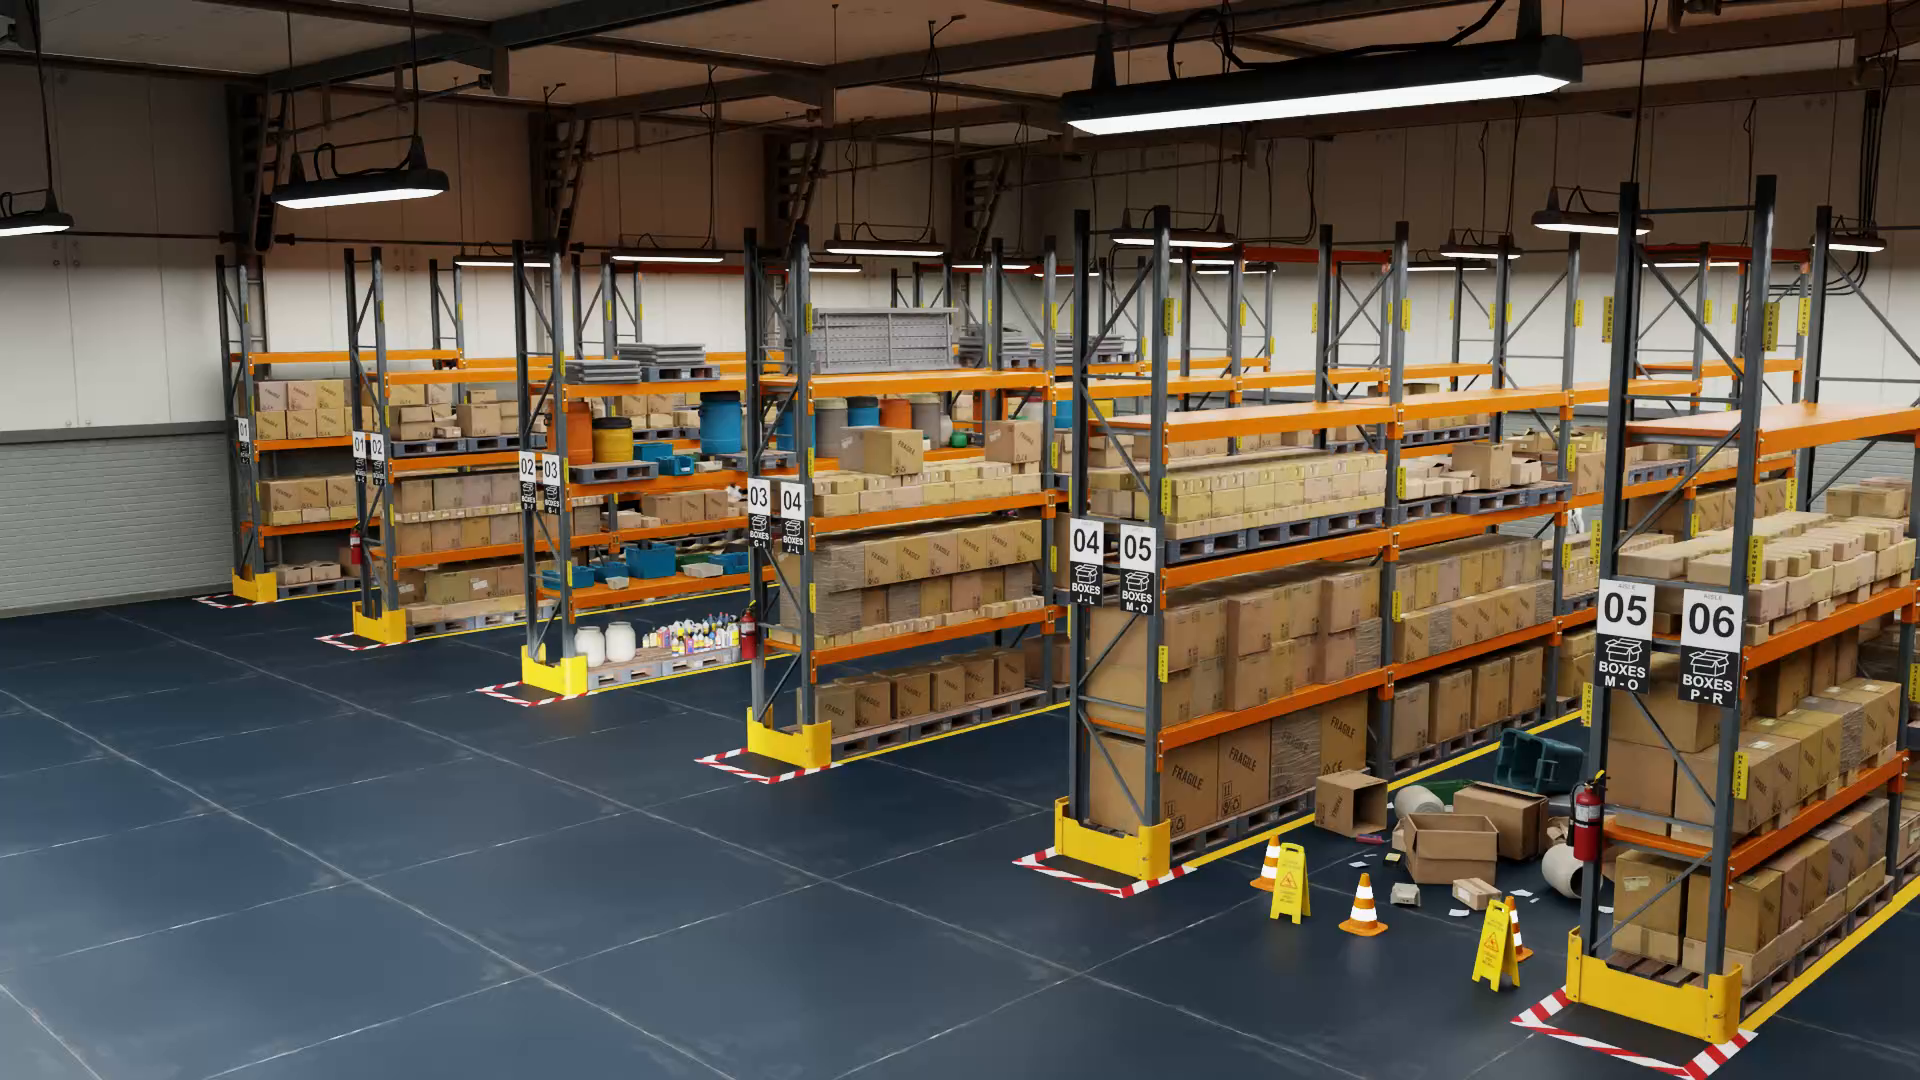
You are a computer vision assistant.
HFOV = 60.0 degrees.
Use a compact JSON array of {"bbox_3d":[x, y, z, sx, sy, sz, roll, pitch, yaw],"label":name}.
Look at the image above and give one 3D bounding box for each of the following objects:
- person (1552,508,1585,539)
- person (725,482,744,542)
[{"bbox_3d":[11.502,-0.092,31.426,0.561,1.635,0.984,3,9,22],"label":"person"},{"bbox_3d":[-4.630,-0.513,34.319,0.361,1.718,0.487,6,10,38],"label":"person"}]
